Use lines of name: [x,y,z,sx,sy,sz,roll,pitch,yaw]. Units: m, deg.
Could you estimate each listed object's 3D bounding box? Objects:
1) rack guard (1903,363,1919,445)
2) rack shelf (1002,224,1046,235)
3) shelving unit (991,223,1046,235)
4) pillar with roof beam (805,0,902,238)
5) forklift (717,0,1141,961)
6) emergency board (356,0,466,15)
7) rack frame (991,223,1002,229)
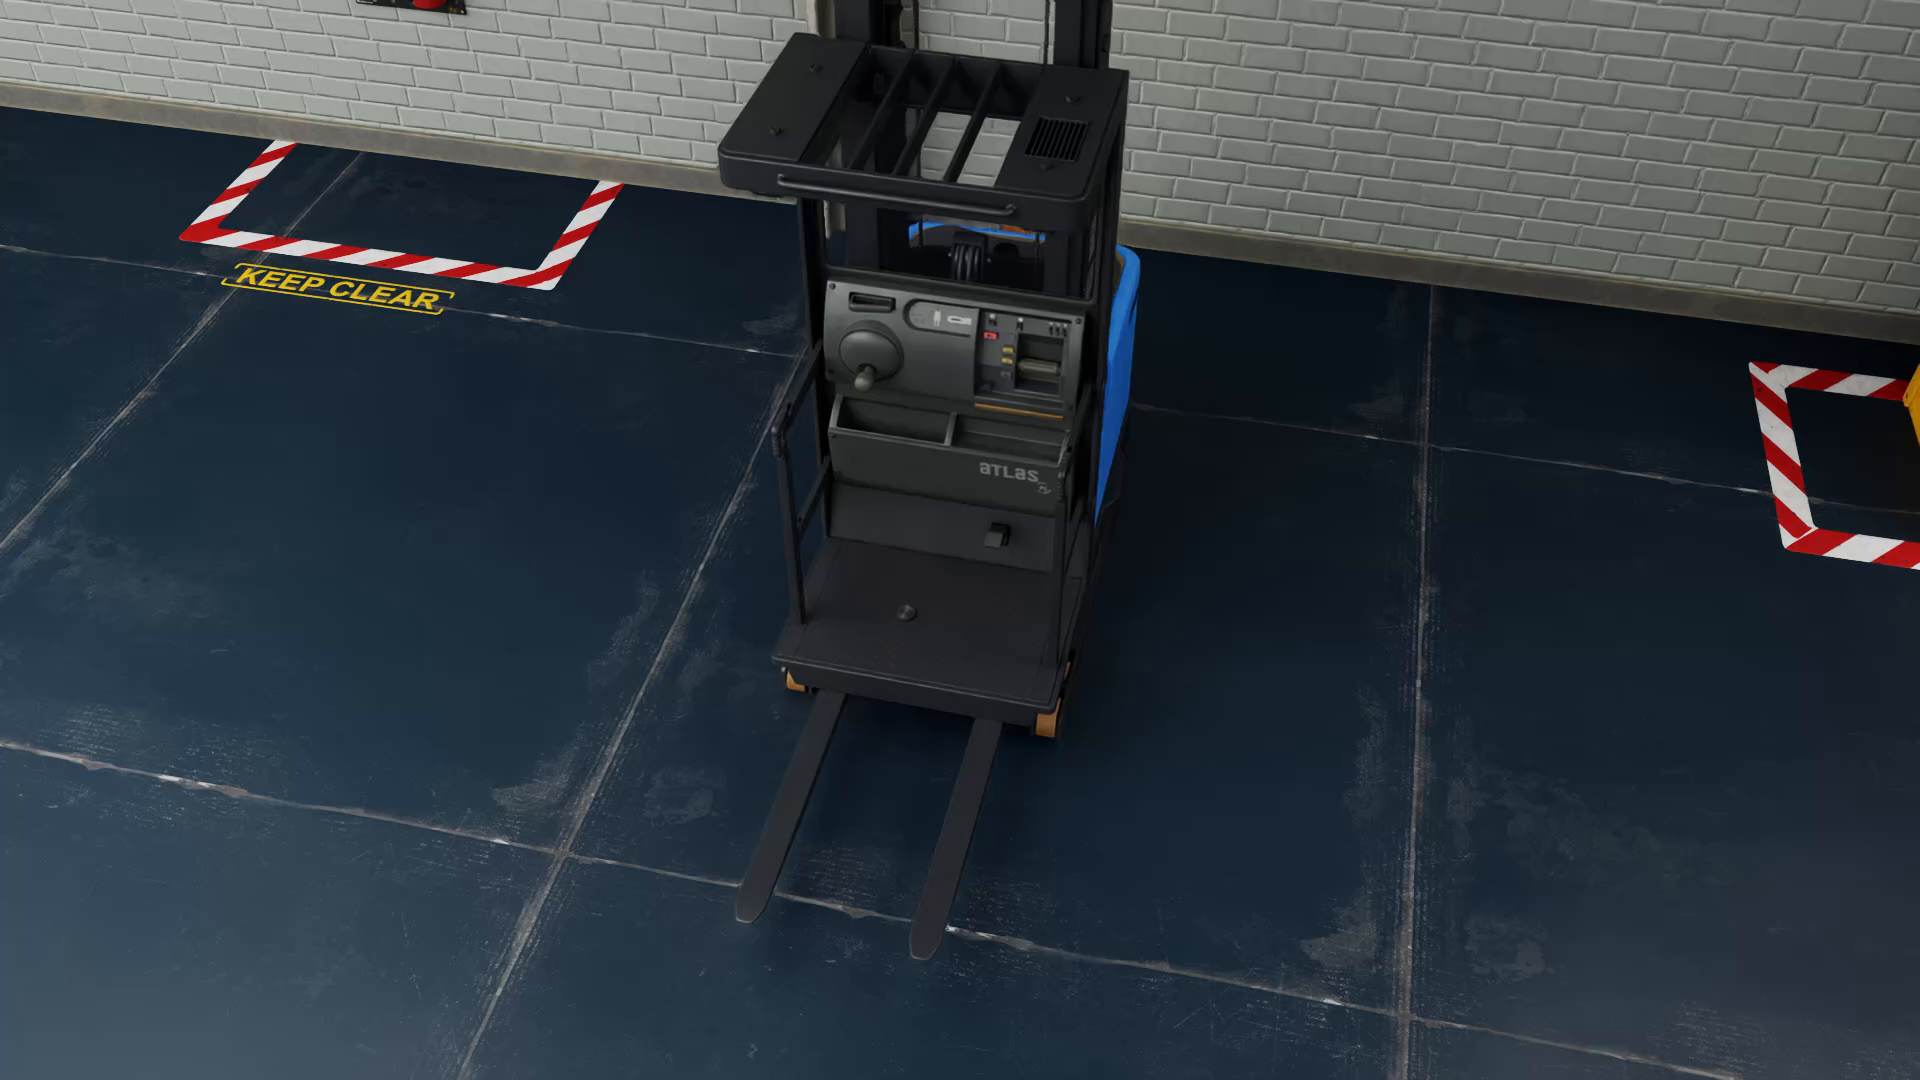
rack guard: [4.539,-0.475,7.343,0.348,0.500,1.175,9,45,9]
rack shelf: [0.278,-1.219,7.325,0.240,0.259,0.215,9,45,10]
shelving unit: [0.278,-1.022,7.515,0.252,1.050,0.215,9,45,10]
pillar with roof beam: [-1.458,-2.023,2.823,0.400,9.000,9.100,9,45,9]
forklift: [-0.074,-0.590,5.709,1.130,2.935,3.031,9,45,10]
emergency board: [-2.922,-3.175,8.345,0.643,1.169,0.194,9,45,9]
rack frame: [0.159,-1.042,7.535,0.008,1.050,0.200,9,45,10]
